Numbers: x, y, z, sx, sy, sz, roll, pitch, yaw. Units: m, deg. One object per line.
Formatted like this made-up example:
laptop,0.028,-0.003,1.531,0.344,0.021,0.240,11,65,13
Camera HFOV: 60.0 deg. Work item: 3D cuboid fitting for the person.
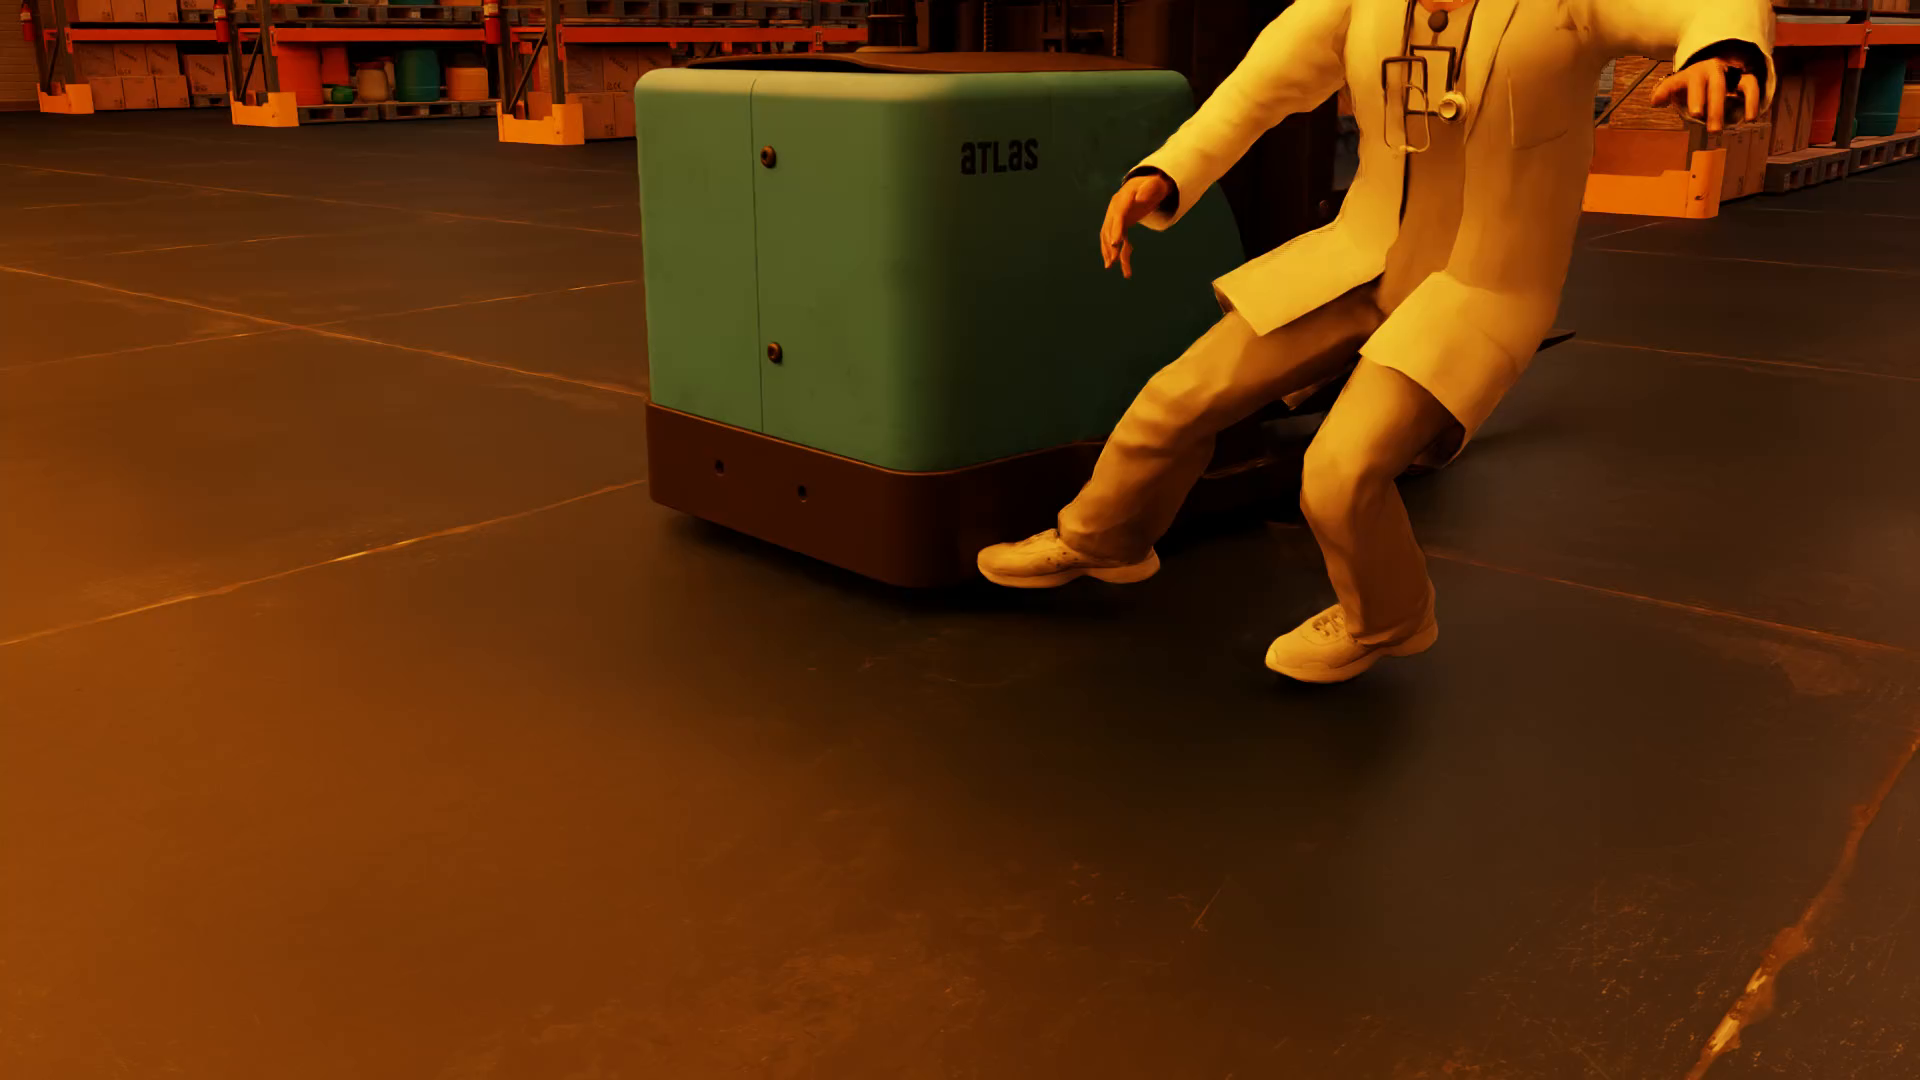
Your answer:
person,0.583,-0.440,2.755,1.489,1.494,0.860,13,21,36

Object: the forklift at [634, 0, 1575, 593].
forklift,0.666,-1.634,4.278,3.031,2.935,1.130,-15,23,-41
